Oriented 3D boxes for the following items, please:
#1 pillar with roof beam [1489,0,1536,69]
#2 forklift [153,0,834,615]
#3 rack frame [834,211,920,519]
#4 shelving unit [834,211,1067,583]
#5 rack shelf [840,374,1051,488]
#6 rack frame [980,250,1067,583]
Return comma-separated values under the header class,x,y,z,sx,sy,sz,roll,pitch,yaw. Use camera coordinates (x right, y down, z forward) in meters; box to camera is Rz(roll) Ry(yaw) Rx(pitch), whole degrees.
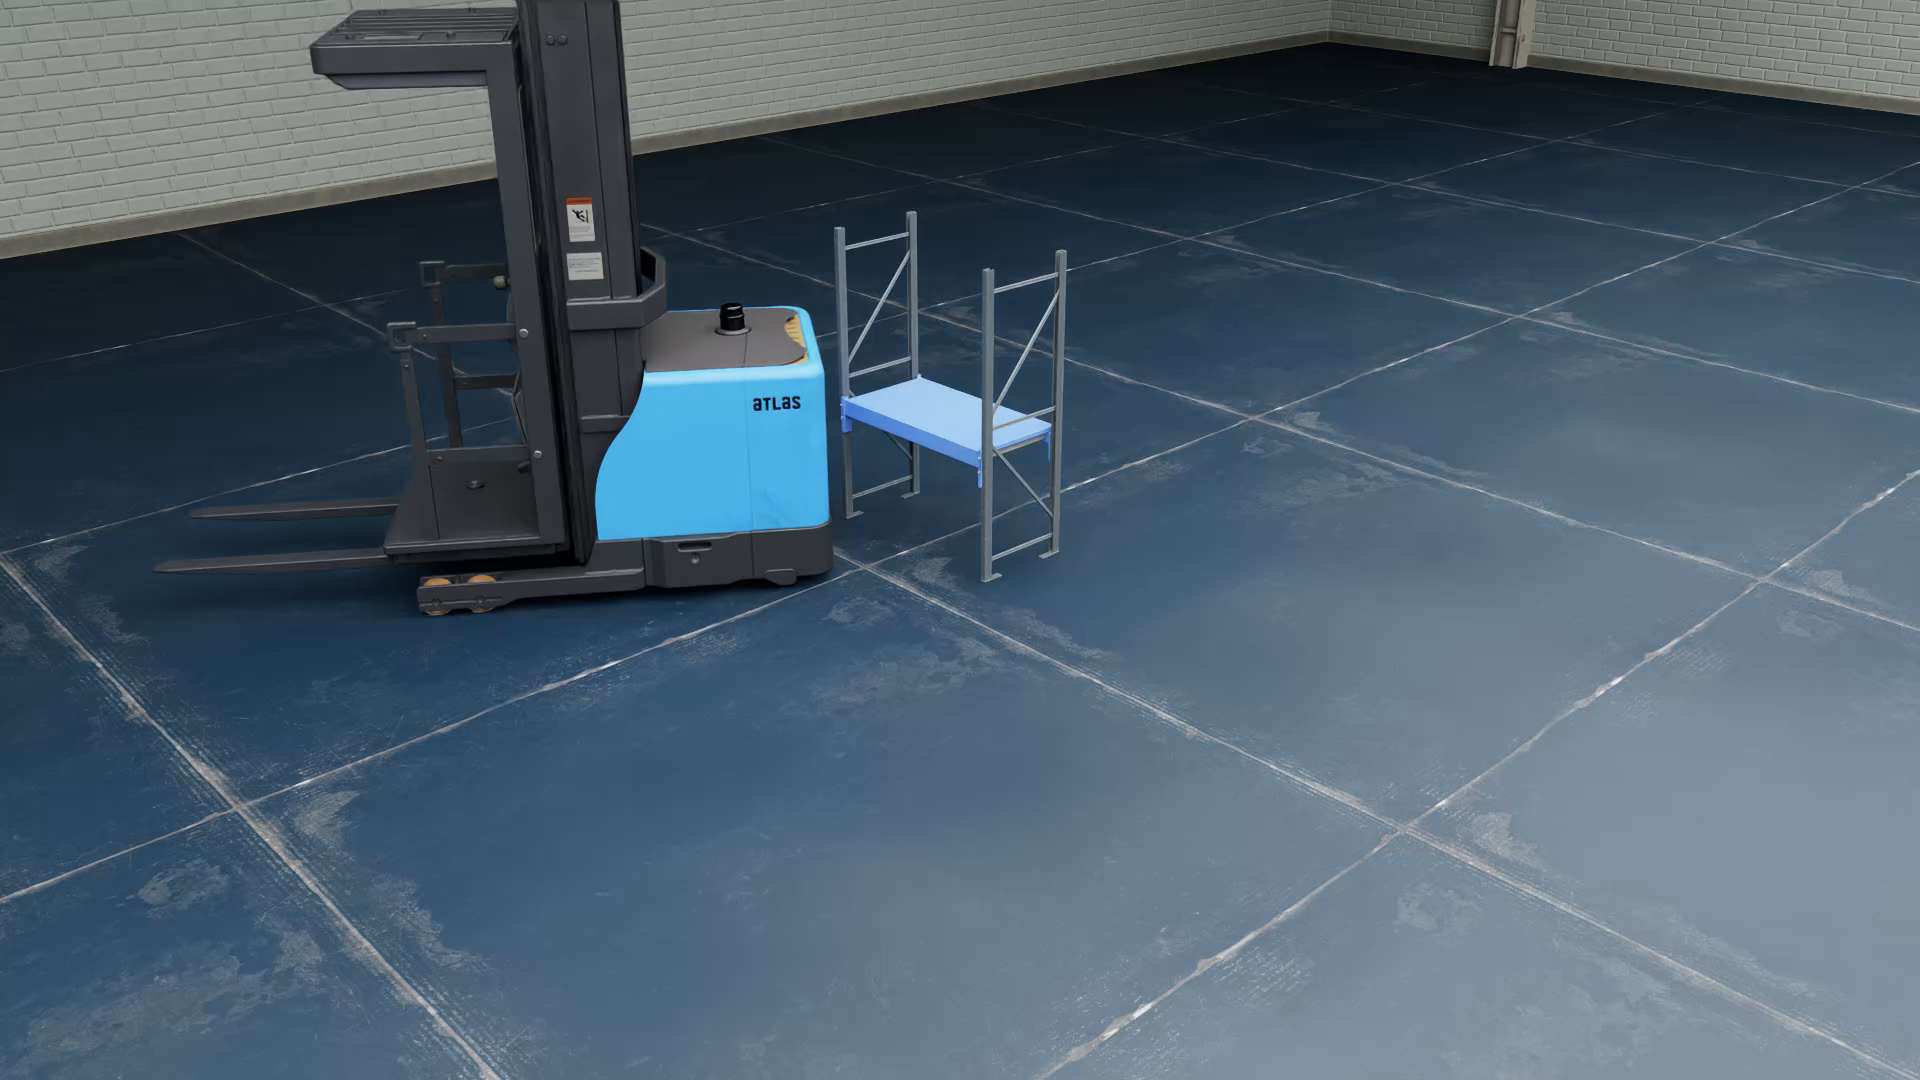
class,x,y,z,sx,sy,sz,roll,pitch,yaw
pillar with roof beam,4.110,-9.149,17.464,9.100,9.000,0.400,-21,32,-38
forklift,-2.158,-1.229,7.412,3.031,2.935,1.130,-4,25,-8
rack frame,-0.406,-0.862,8.333,0.500,1.500,0.032,-21,32,-38
shelving unit,-0.058,-0.708,7.995,0.538,1.500,1.048,-21,32,-38
rack shelf,-0.058,-0.545,8.070,0.538,0.185,1.000,-21,32,-38
rack frame,0.289,-0.554,7.658,0.500,1.500,0.032,-21,32,-38
